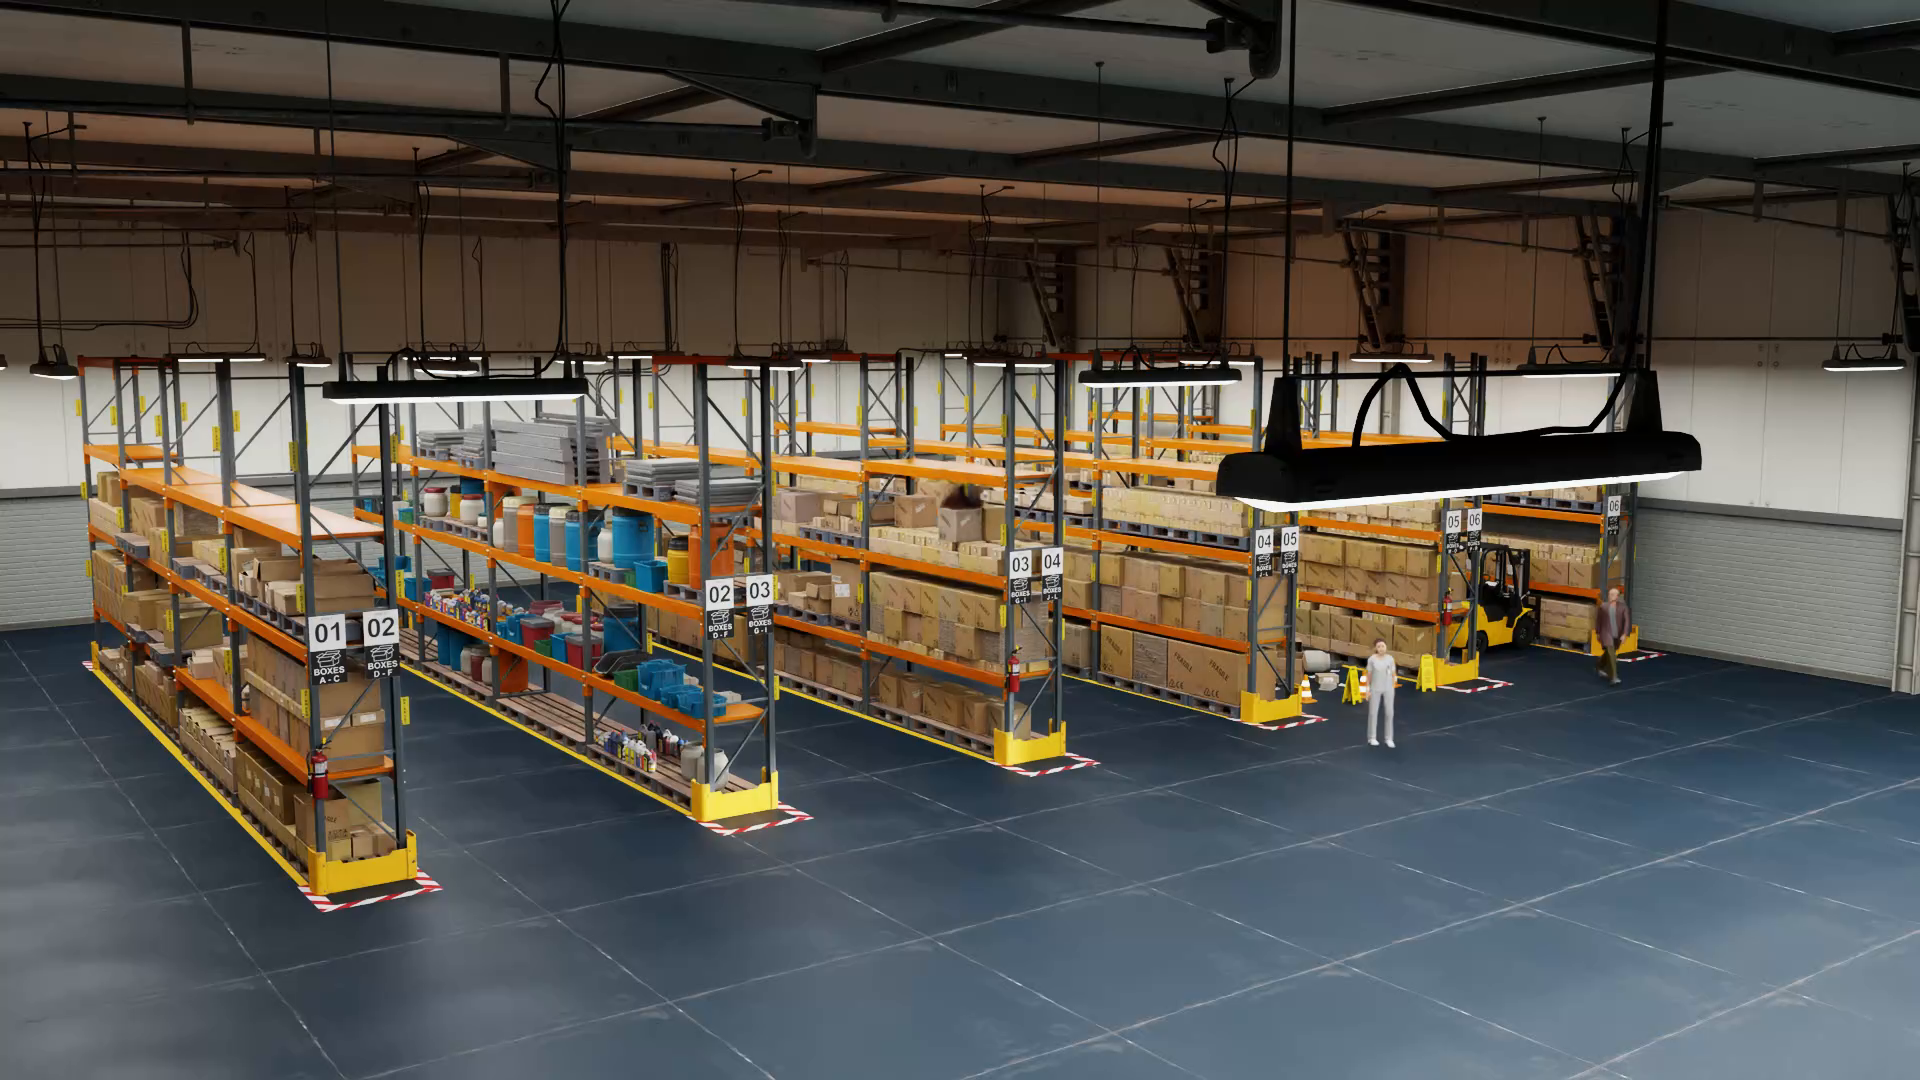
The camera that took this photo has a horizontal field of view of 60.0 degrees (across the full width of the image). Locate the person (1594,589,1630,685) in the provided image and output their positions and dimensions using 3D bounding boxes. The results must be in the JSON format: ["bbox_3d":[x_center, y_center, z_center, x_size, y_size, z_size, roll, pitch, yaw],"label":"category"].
[{"bbox_3d":[12.002,1.757,30.616,0.527,1.733,1.160,-1,7,-11],"label":"person"}]

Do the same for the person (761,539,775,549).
[{"bbox_3d":[-4.844,0.398,42.118,0.527,1.642,0.756,3,8,27],"label":"person"}]

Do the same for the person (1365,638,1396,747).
[{"bbox_3d":[6.550,2.366,25.919,0.474,1.688,0.404,1,7,6],"label":"person"}]
